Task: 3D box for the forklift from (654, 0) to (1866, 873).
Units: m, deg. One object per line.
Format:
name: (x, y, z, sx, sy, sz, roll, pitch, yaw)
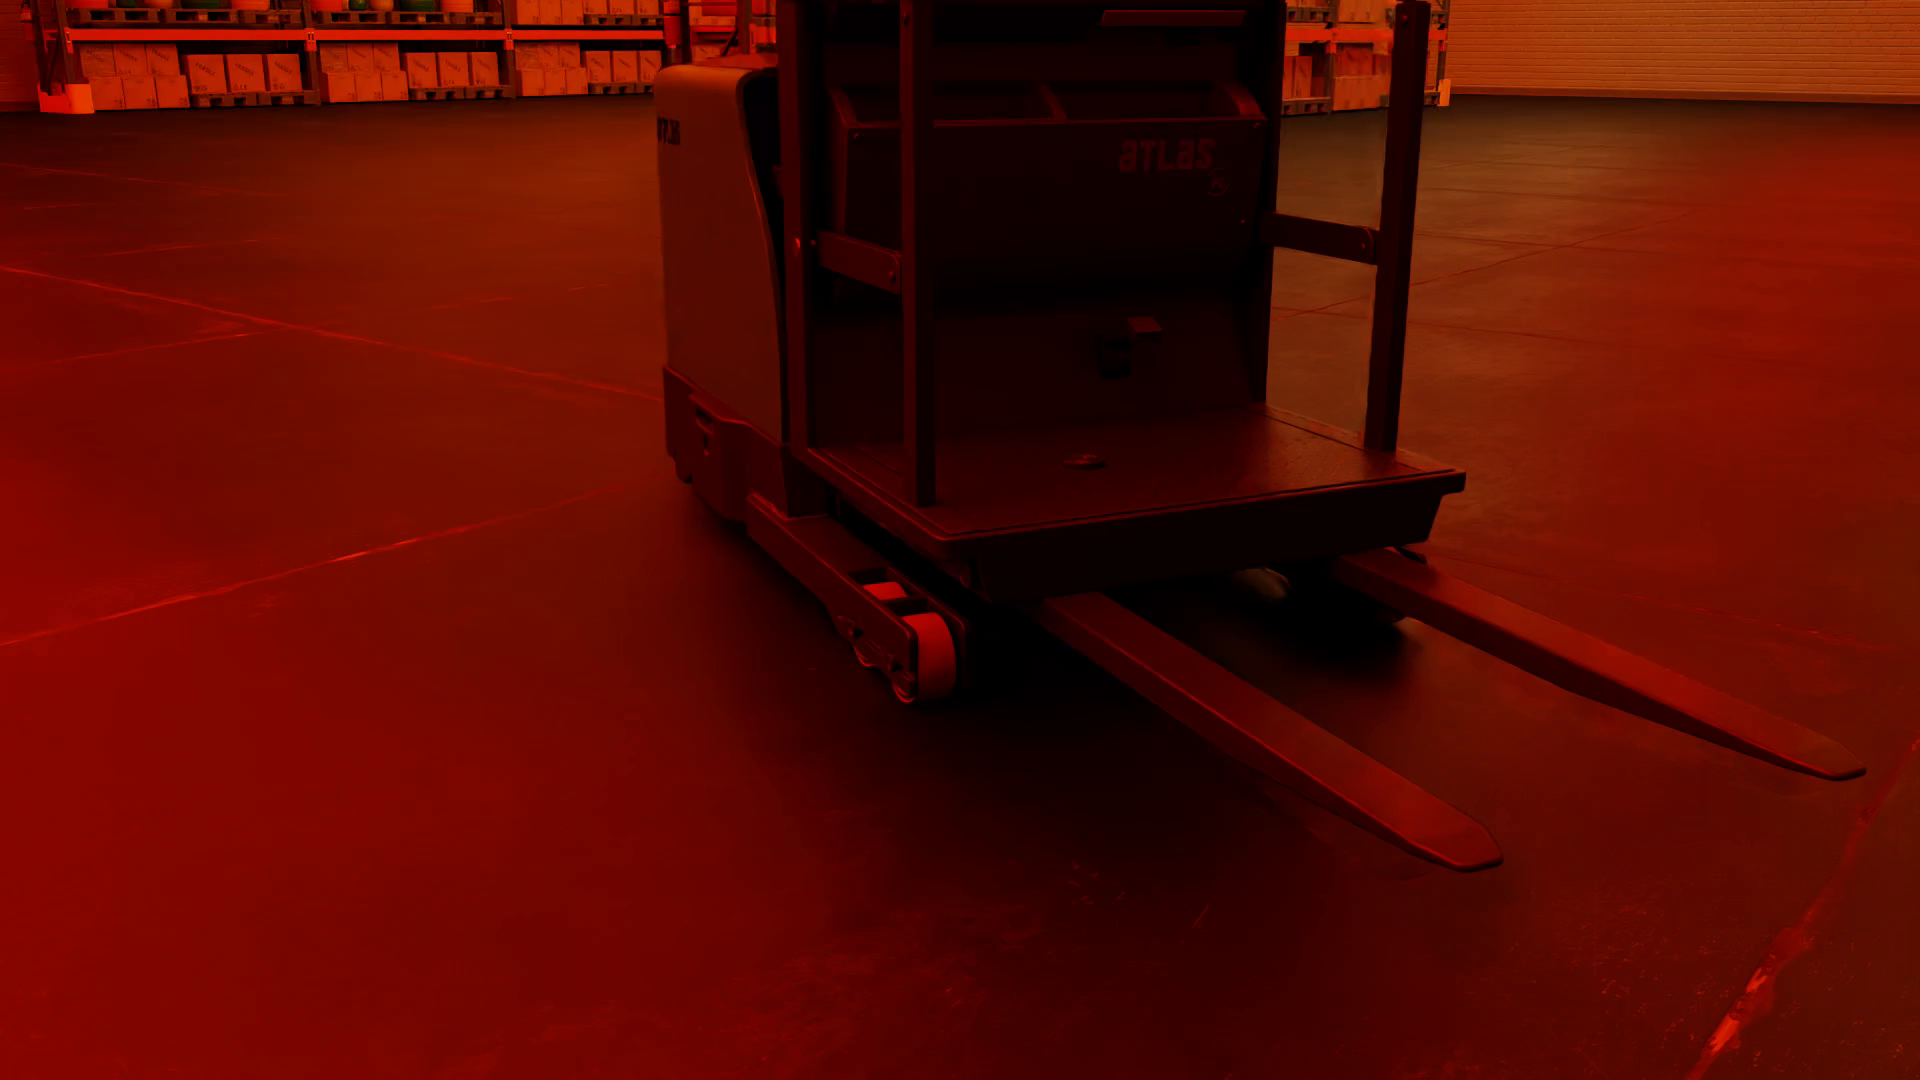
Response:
forklift: (0.272, -1.250, 3.013, 1.130, 2.935, 3.031, -7, 18, -23)
